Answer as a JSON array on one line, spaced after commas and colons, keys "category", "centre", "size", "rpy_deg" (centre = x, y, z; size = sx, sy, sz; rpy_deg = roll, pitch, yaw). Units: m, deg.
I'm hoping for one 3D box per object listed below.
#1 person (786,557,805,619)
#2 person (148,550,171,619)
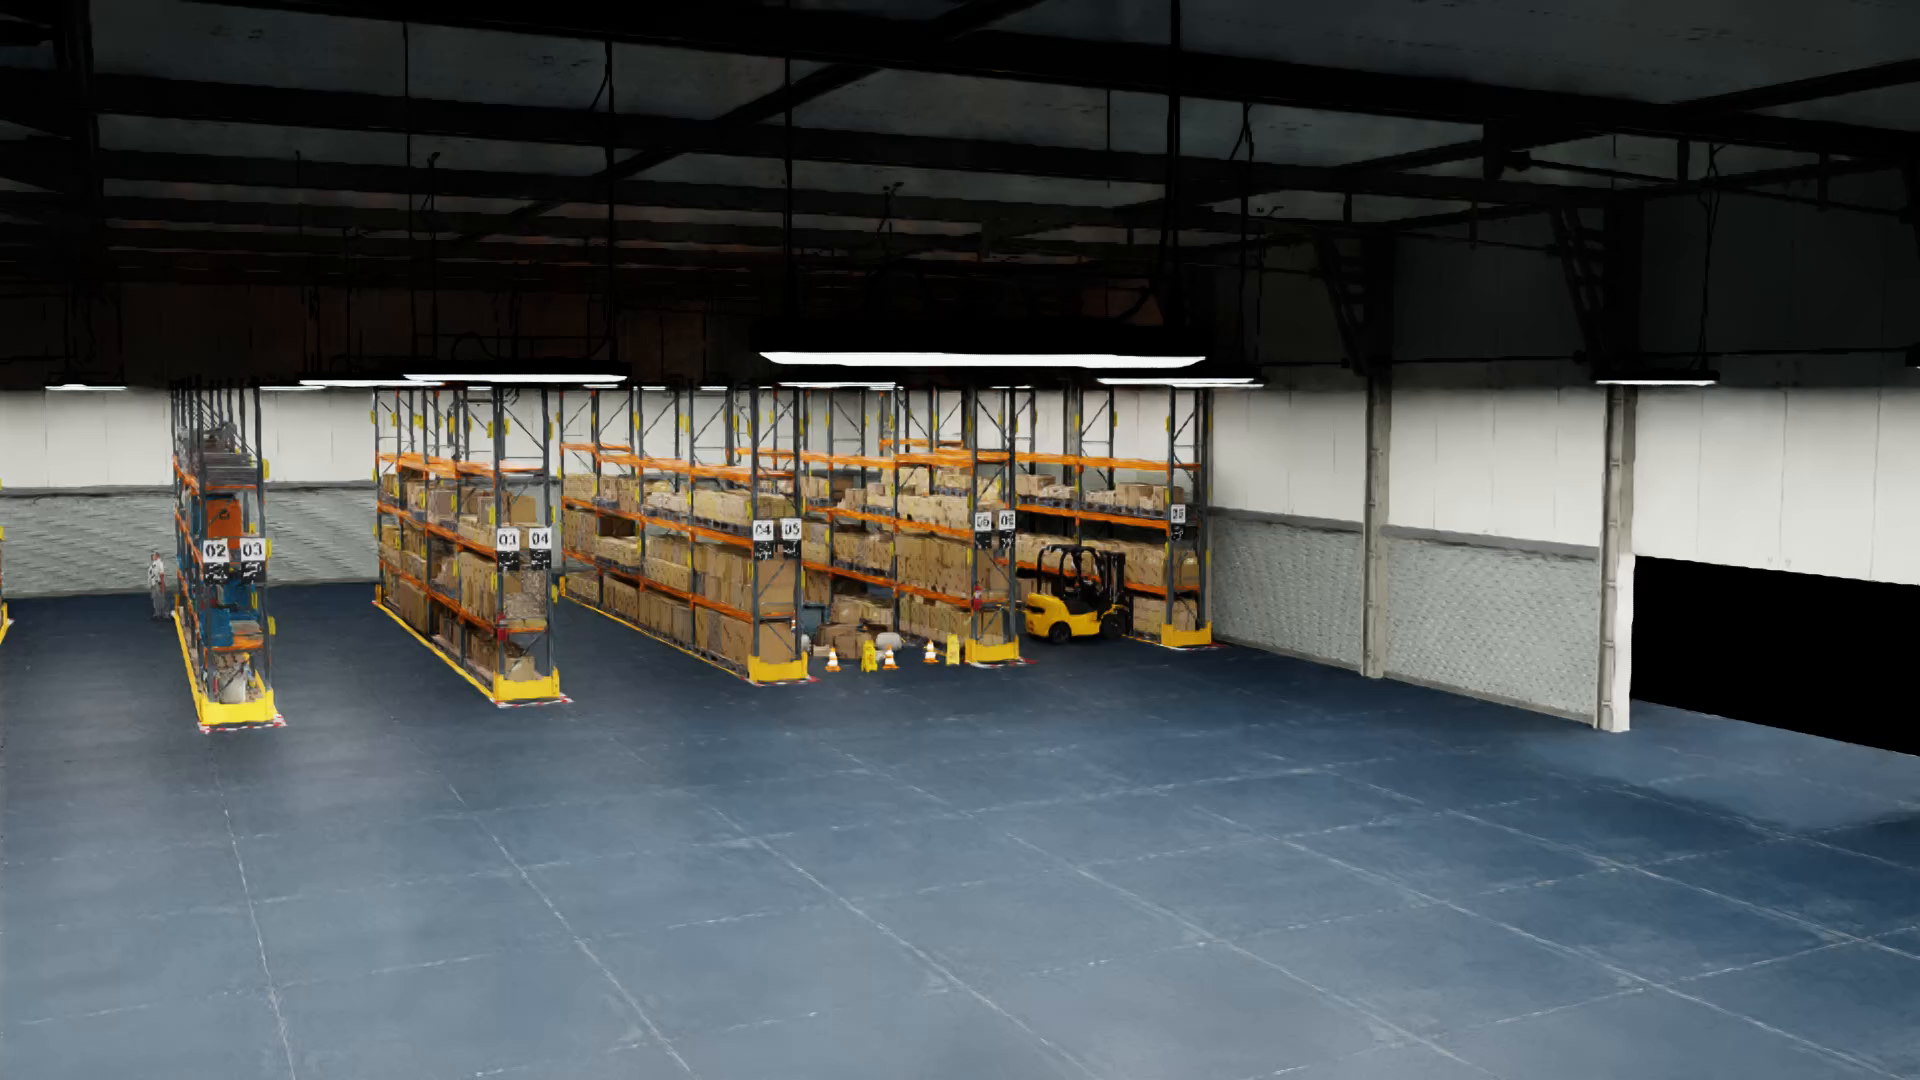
[{"category": "person", "centre": [-4.093, 1.182, 41.588], "size": [0.556, 1.661, 0.572], "rpy_deg": [0, 5, -3]}, {"category": "person", "centre": [-20.192, 1.124, 41.900], "size": [0.451, 1.756, 0.686], "rpy_deg": [-4, 7, -39]}]
